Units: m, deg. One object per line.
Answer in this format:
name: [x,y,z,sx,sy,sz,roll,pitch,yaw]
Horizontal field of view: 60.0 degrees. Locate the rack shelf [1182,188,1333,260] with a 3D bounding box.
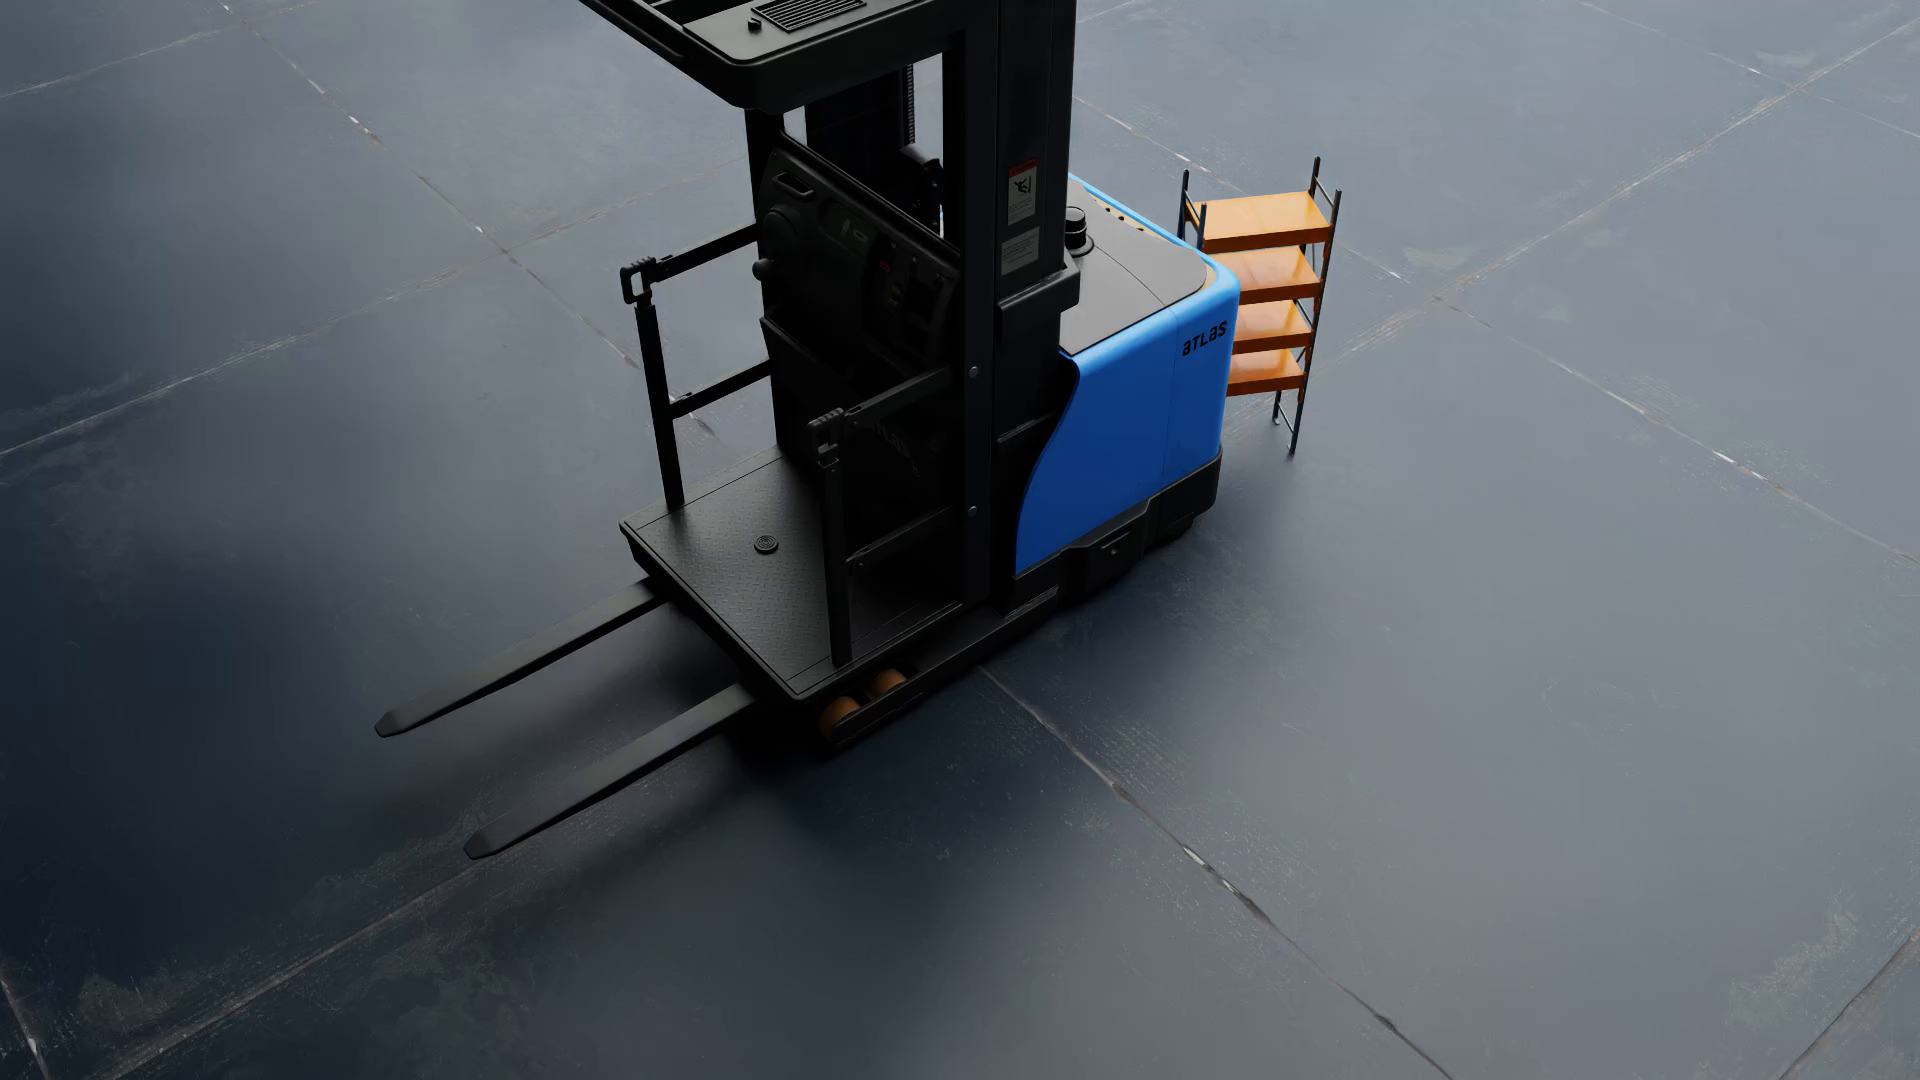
rack shelf: [1.063,-1.116,5.987,0.480,0.148,0.258,-7,44,-8]

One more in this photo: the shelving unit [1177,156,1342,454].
shelving unit: [1.063,-0.829,6.256,0.503,1.200,0.258,-7,44,-8]

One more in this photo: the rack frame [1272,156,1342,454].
rack frame: [1.303,-0.860,6.289,0.015,1.200,0.240,-7,44,-8]

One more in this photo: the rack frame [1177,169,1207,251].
rack frame: [0.823,-0.798,6.224,0.015,1.200,0.240,-7,44,-8]

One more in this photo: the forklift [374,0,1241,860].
forklift: [-0.486,-0.795,4.955,3.031,2.935,1.130,-29,51,-28]

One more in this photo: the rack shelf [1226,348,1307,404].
rack shelf: [1.063,-0.635,6.438,0.480,0.148,0.258,-7,44,-8]

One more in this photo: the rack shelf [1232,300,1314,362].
rack shelf: [1.063,-0.780,6.303,0.480,0.148,0.258,-7,44,-8]

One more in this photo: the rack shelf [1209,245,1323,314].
rack shelf: [1.063,-0.943,6.149,0.480,0.148,0.258,-7,44,-8]
